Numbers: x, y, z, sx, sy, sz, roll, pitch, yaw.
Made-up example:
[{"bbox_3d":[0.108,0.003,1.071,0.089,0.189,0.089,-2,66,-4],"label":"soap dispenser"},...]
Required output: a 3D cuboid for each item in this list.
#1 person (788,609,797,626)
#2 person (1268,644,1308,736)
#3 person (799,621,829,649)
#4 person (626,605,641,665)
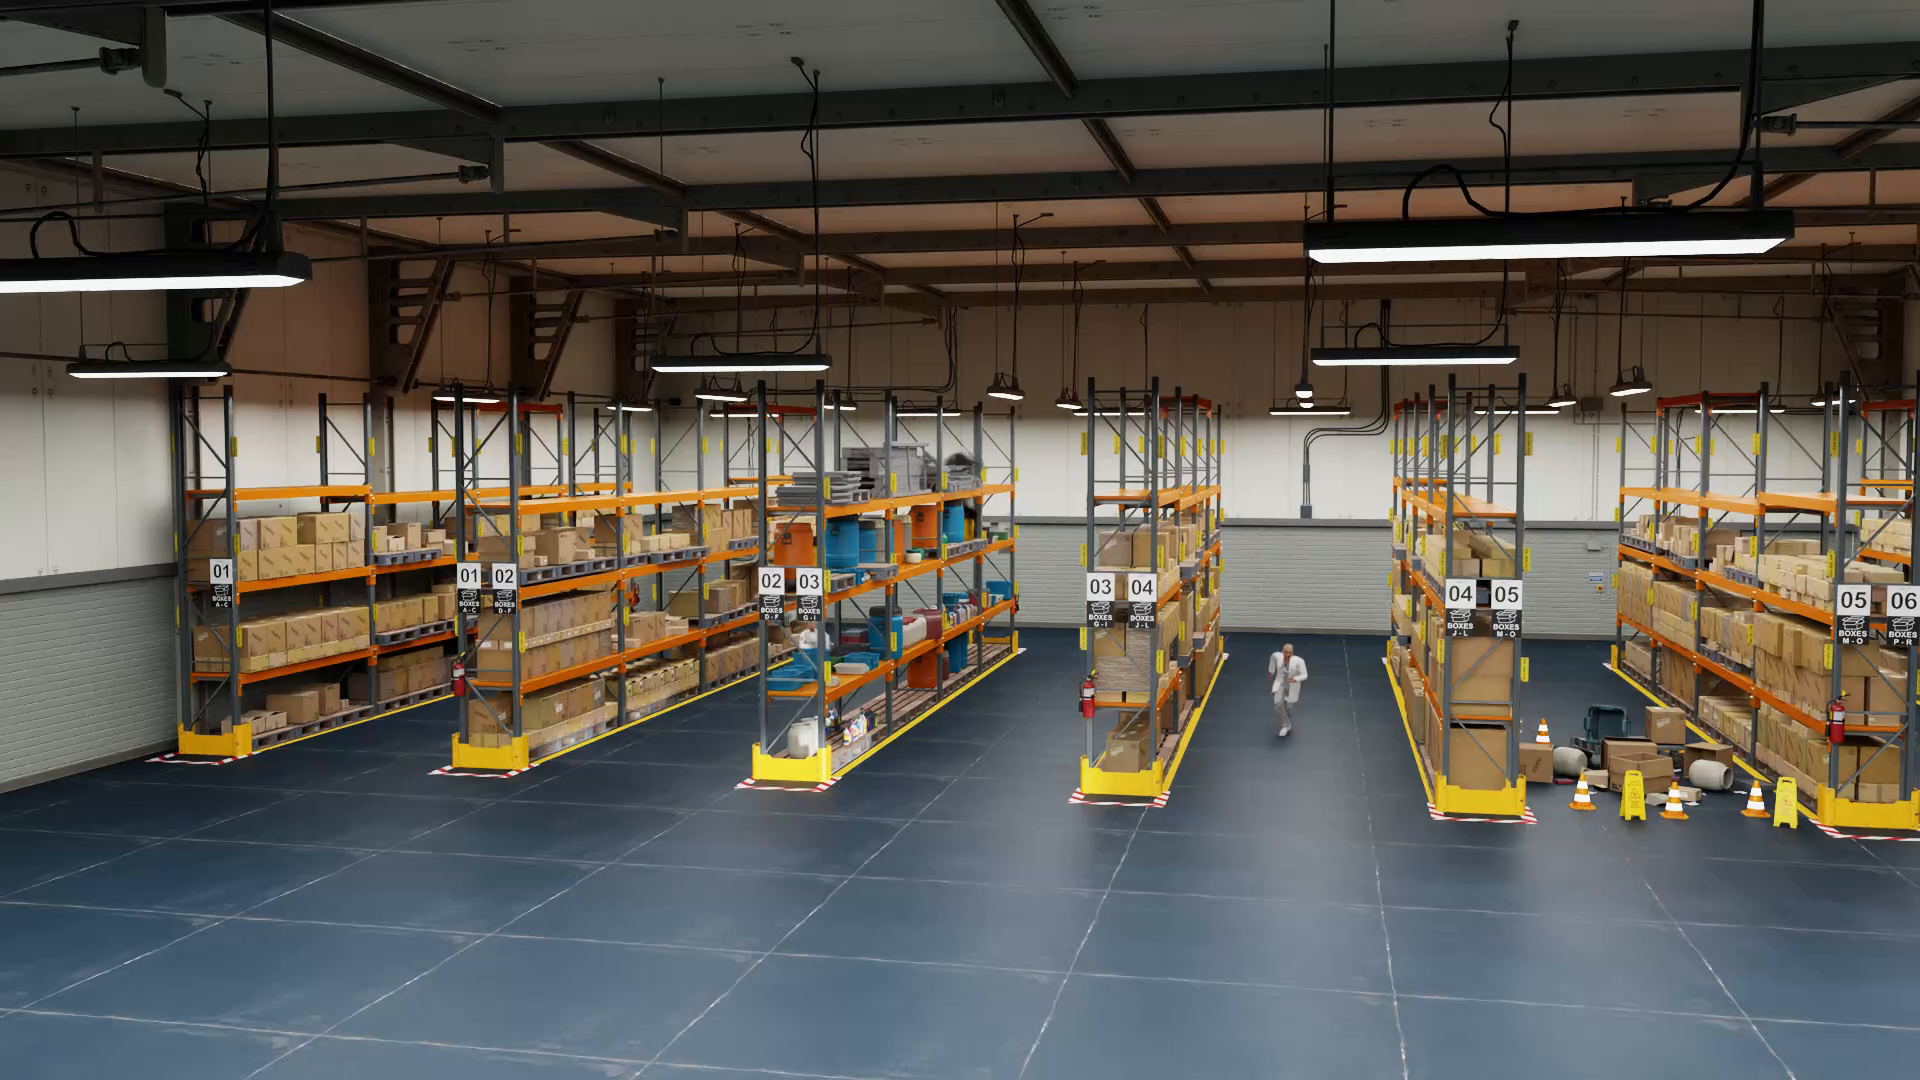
[{"bbox_3d":[-4.250,1.736,43.225,0.750,1.777,0.651,-3,4,-41],"label":"person"},{"bbox_3d":[5.692,2.563,28.891,0.717,1.604,1.163,1,3,16],"label":"person"},{"bbox_3d":[-2.919,2.331,33.354,0.596,1.629,0.917,0,3,2],"label":"person"},{"bbox_3d":[-7.096,2.201,35.721,0.571,1.621,0.854,0,3,6],"label":"person"}]
